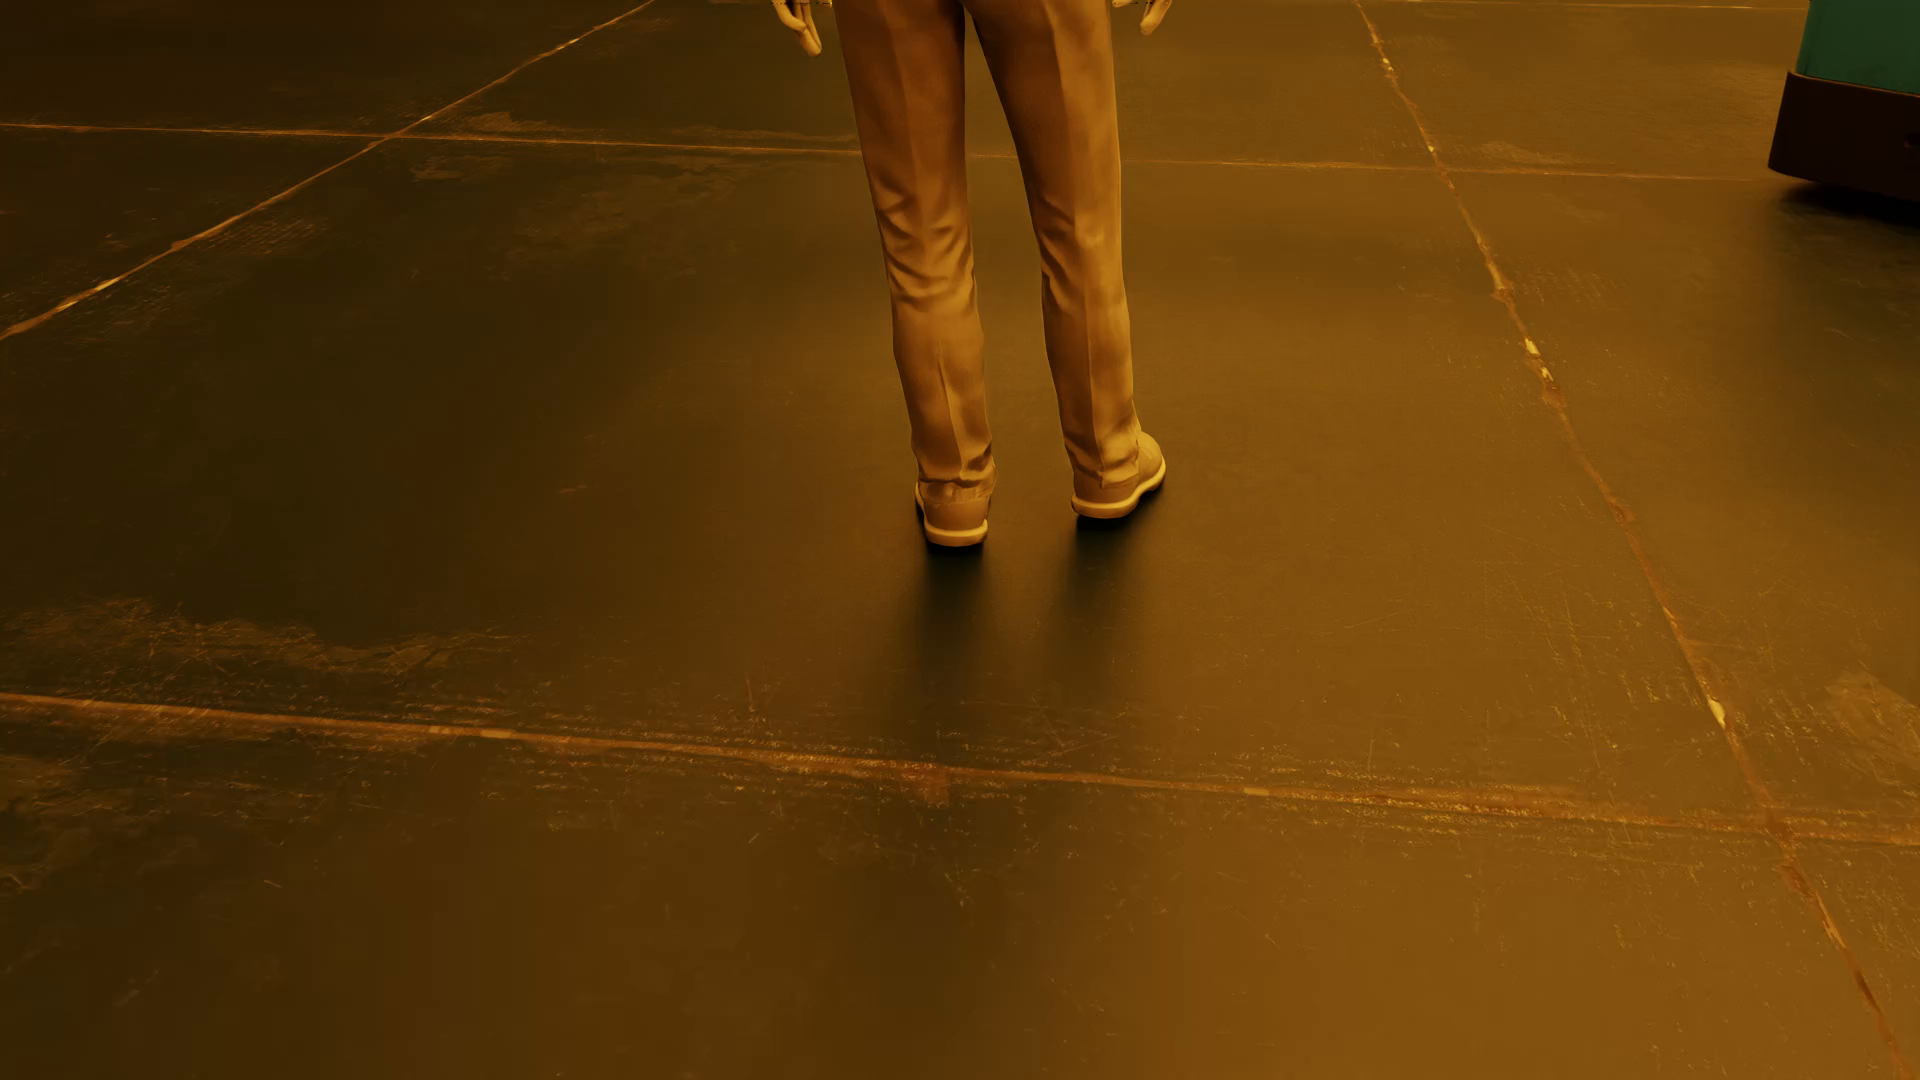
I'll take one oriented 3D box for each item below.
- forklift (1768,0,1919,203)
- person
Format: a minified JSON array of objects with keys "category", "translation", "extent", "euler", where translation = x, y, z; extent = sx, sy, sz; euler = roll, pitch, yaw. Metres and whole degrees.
[{"category":"forklift","translation":[3.550,-2.408,4.043],"extent":[3.031,2.935,1.130],"euler":[-18,32,-32]},{"category":"person","translation":[0.015,-0.794,2.177],"extent":[0.588,1.696,0.533],"euler":[3,27,7]}]
